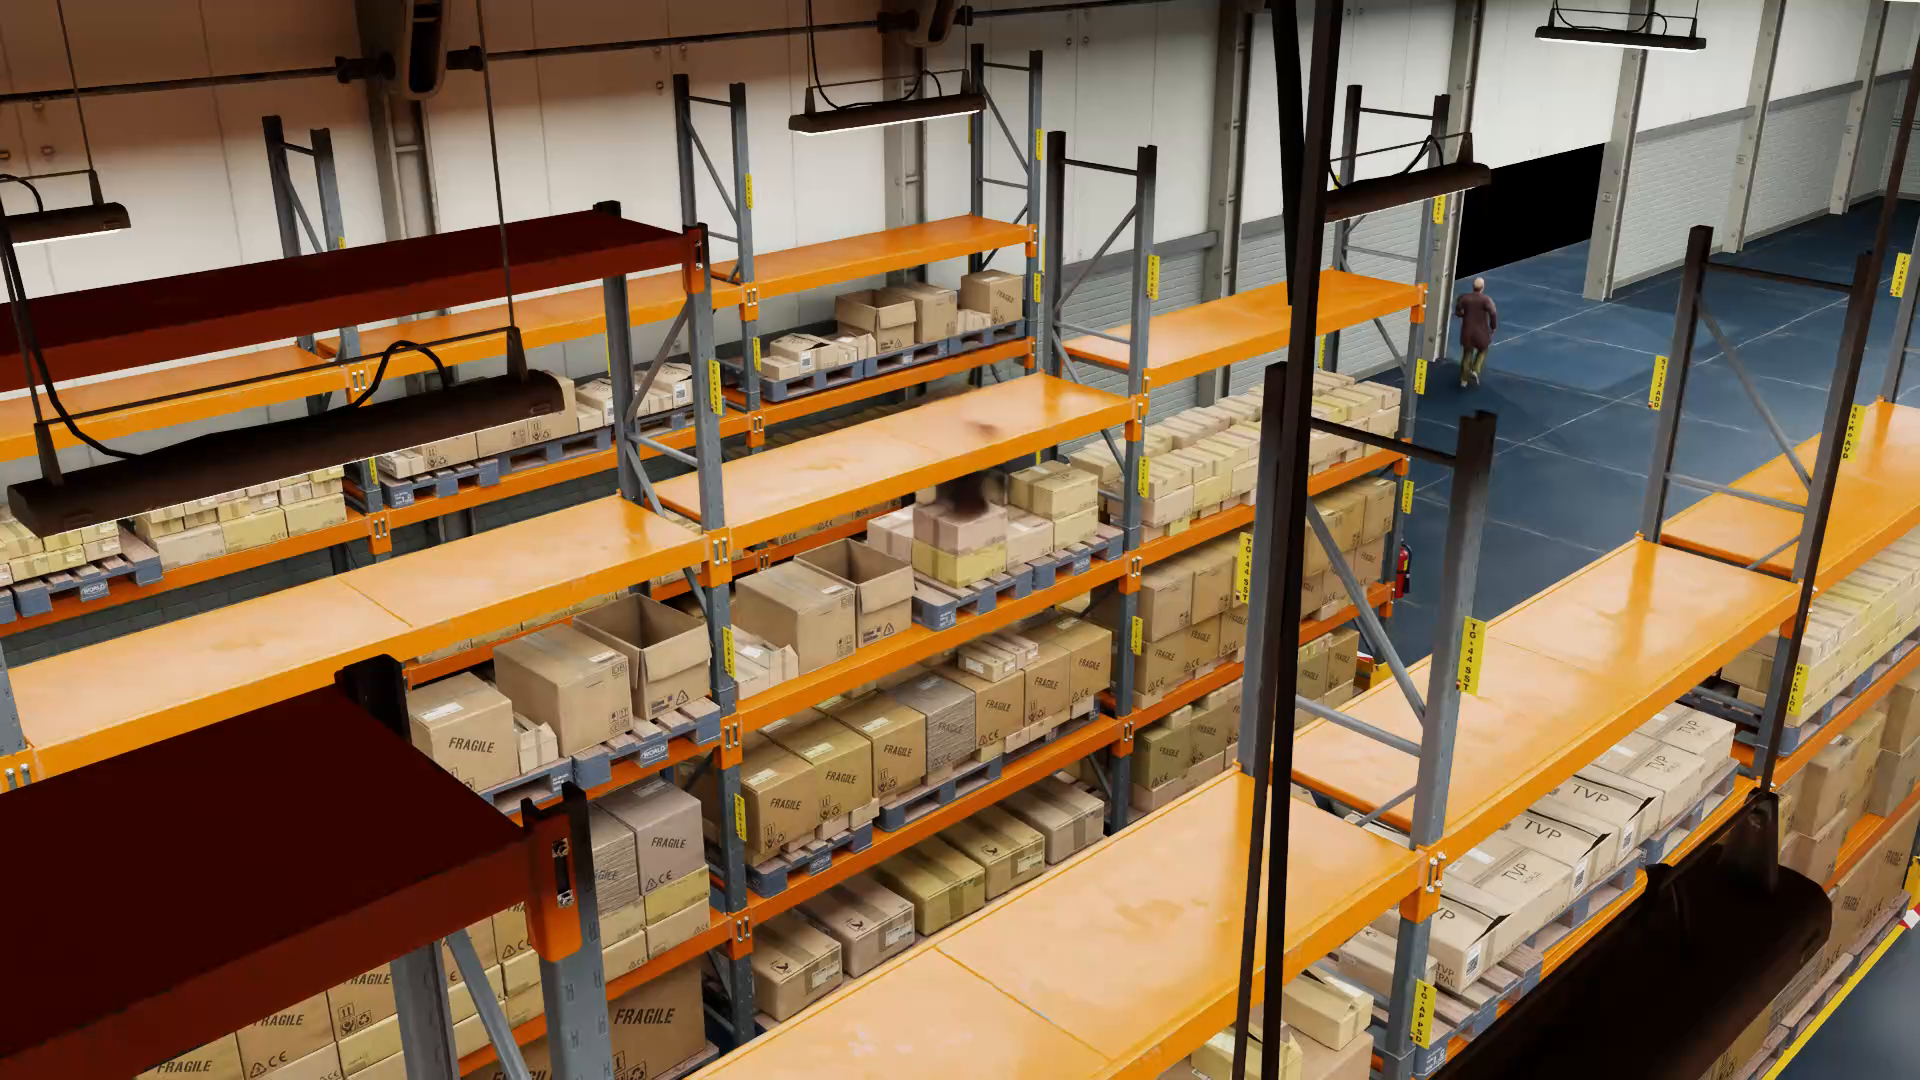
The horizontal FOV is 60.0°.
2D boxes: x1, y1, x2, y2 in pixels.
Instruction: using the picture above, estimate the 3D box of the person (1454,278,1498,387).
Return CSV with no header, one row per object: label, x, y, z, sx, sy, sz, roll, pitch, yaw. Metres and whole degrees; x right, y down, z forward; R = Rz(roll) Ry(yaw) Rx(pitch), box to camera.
person,8.252,-3.309,26.616,0.733,1.805,0.679,14,26,30
